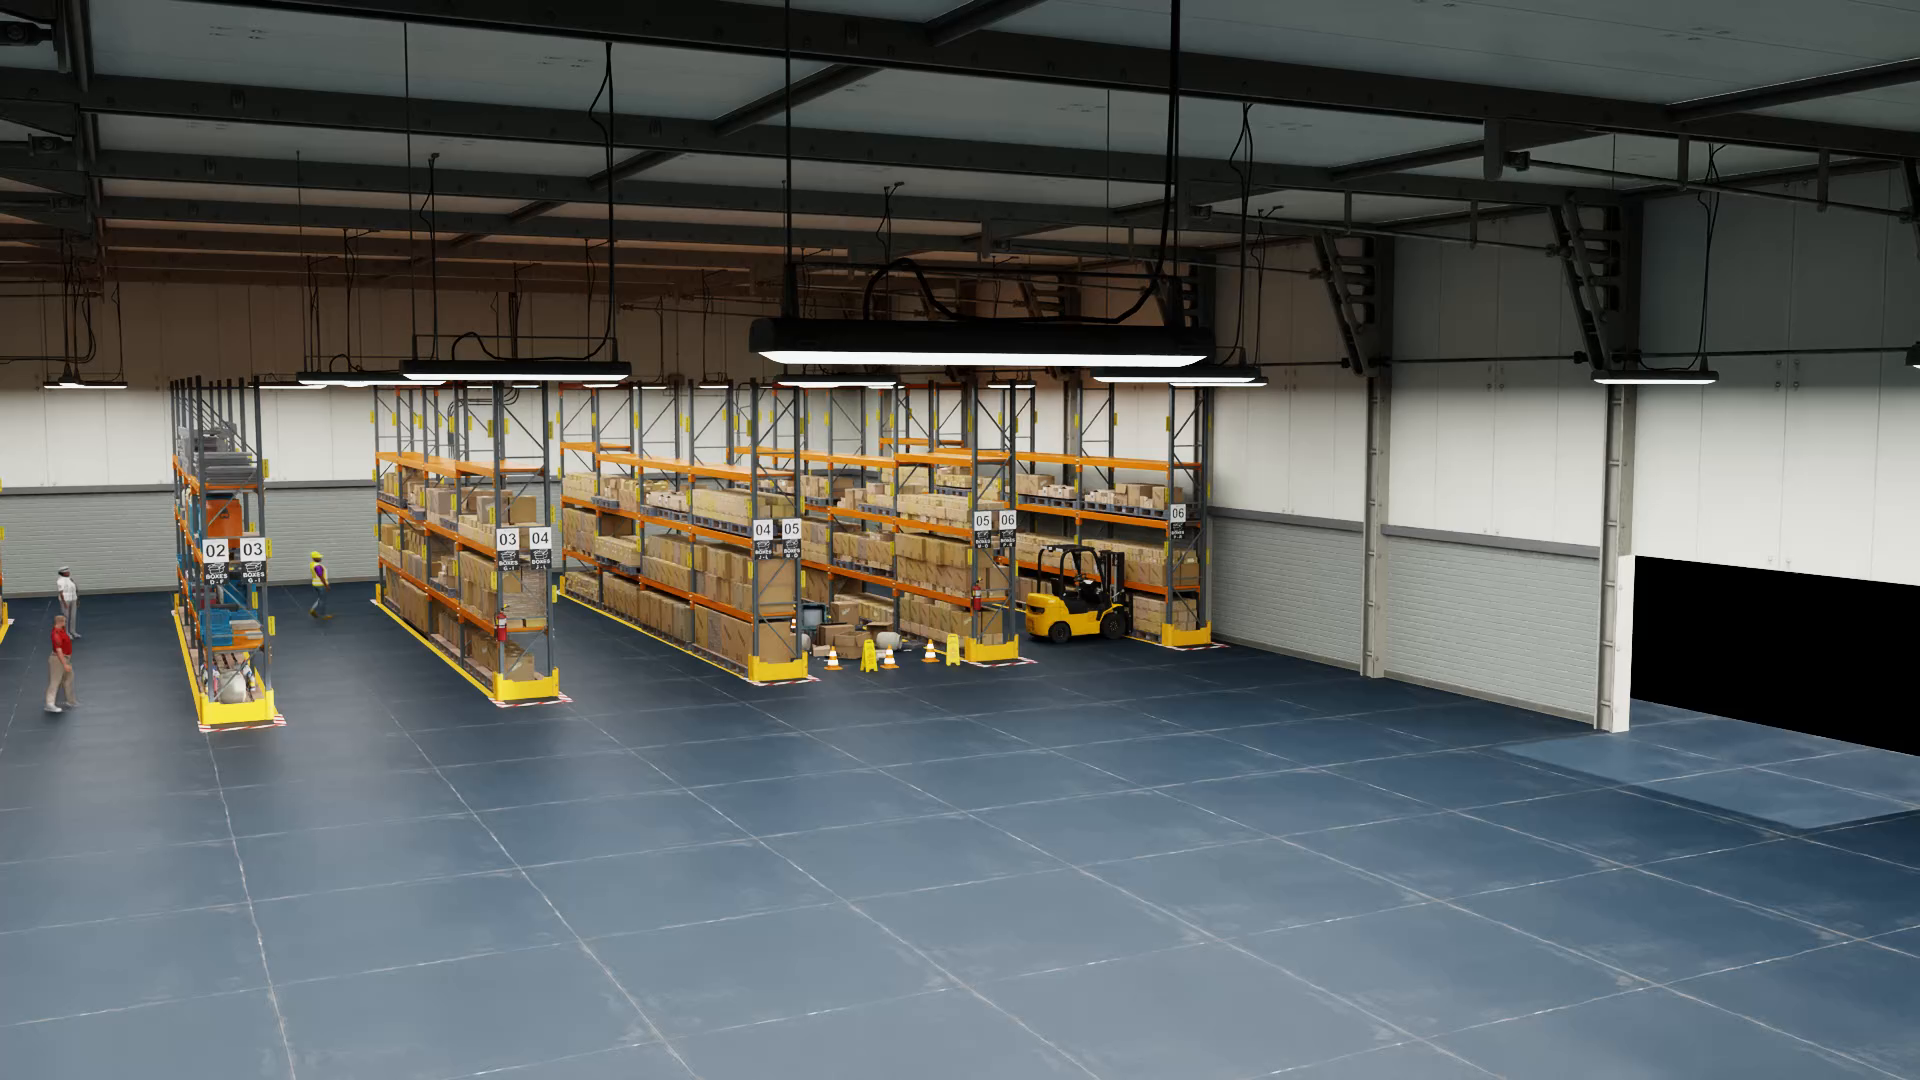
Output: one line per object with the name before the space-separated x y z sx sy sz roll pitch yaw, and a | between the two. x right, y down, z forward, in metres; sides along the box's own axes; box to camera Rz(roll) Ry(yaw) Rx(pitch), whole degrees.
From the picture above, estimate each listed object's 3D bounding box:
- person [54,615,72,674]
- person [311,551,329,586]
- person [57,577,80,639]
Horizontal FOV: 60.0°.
person | -16.157 1.859 29.939 0.360 1.042 0.632 -1 5 -15
person | -16.055 0.706 41.657 0.391 0.866 0.447 -5 7 -43
person | -20.760 1.567 38.759 0.414 1.463 0.451 1 5 15
